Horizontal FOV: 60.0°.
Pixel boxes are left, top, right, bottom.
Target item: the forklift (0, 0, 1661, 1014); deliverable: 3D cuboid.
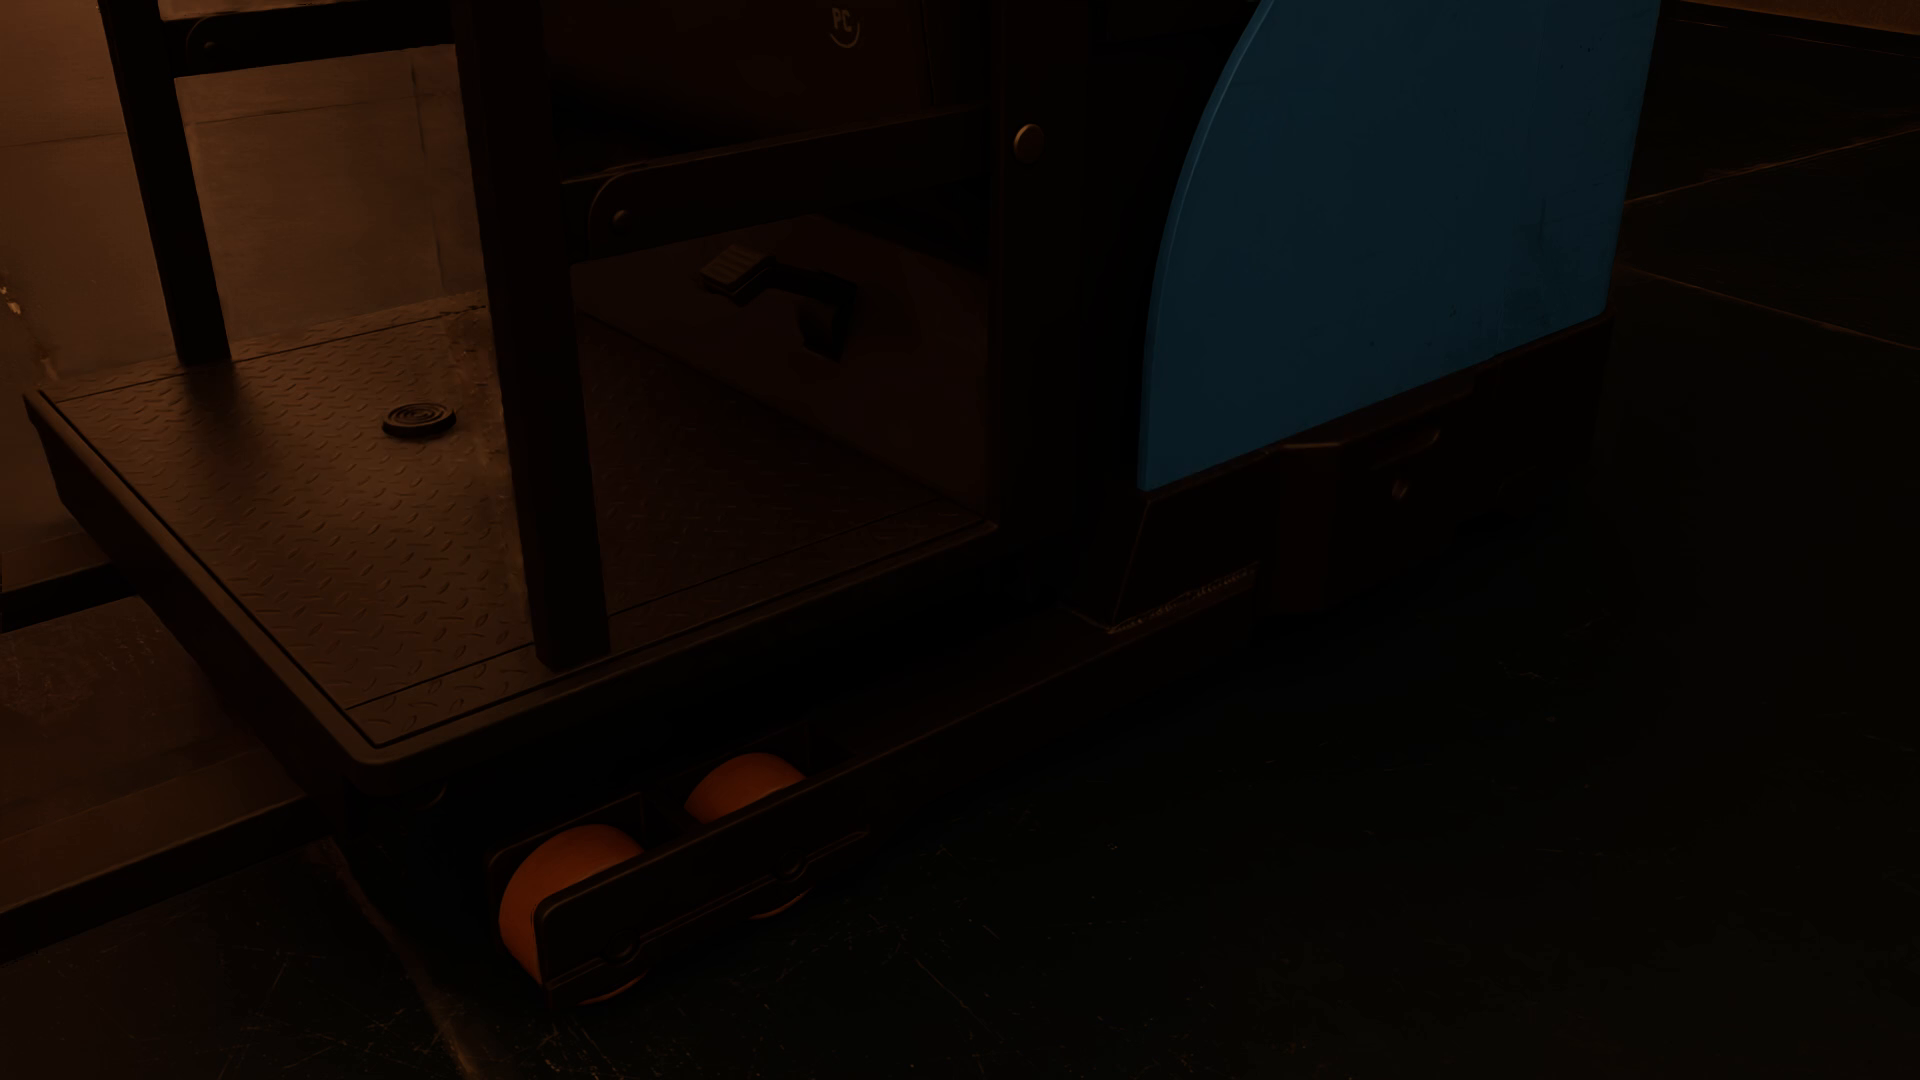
[{"bbox_3d":[-0.462,-1.130,1.484,3.031,2.935,1.130,-21,33,-35],"label":"forklift"}]
